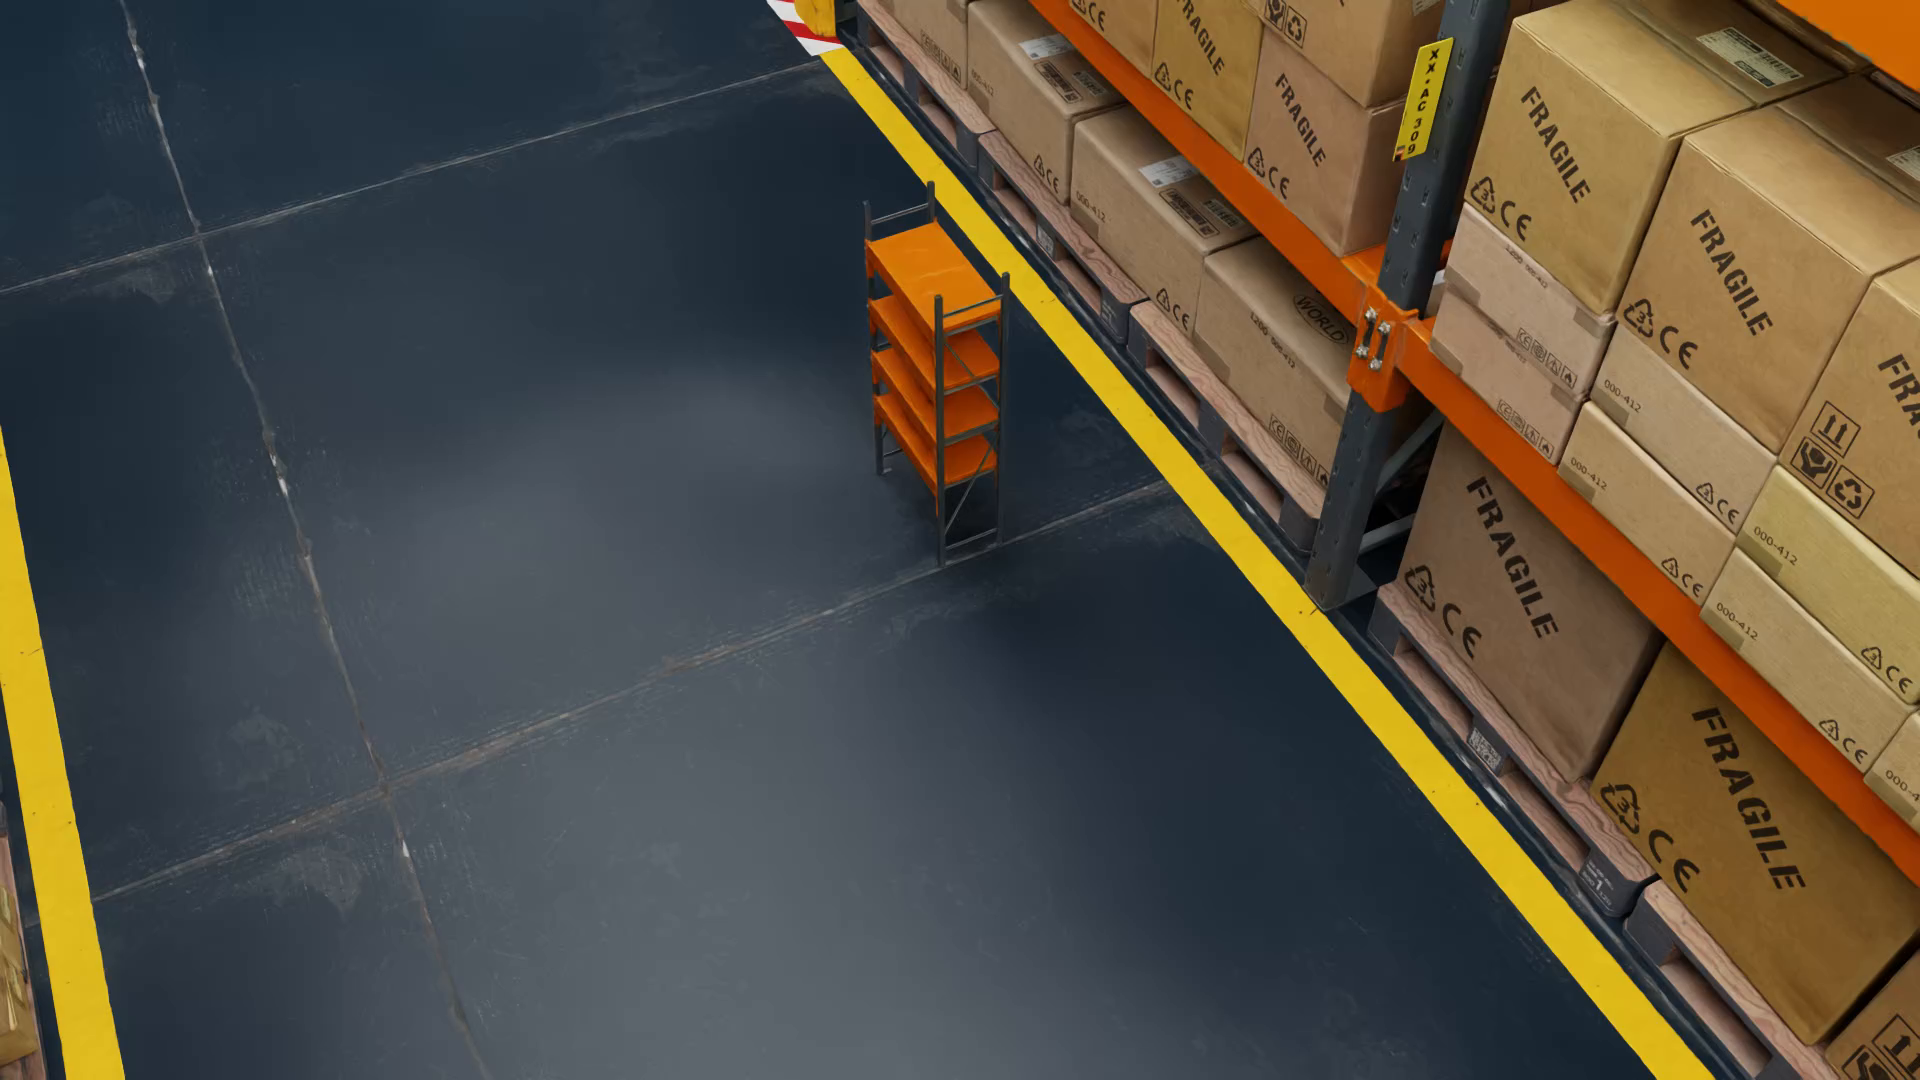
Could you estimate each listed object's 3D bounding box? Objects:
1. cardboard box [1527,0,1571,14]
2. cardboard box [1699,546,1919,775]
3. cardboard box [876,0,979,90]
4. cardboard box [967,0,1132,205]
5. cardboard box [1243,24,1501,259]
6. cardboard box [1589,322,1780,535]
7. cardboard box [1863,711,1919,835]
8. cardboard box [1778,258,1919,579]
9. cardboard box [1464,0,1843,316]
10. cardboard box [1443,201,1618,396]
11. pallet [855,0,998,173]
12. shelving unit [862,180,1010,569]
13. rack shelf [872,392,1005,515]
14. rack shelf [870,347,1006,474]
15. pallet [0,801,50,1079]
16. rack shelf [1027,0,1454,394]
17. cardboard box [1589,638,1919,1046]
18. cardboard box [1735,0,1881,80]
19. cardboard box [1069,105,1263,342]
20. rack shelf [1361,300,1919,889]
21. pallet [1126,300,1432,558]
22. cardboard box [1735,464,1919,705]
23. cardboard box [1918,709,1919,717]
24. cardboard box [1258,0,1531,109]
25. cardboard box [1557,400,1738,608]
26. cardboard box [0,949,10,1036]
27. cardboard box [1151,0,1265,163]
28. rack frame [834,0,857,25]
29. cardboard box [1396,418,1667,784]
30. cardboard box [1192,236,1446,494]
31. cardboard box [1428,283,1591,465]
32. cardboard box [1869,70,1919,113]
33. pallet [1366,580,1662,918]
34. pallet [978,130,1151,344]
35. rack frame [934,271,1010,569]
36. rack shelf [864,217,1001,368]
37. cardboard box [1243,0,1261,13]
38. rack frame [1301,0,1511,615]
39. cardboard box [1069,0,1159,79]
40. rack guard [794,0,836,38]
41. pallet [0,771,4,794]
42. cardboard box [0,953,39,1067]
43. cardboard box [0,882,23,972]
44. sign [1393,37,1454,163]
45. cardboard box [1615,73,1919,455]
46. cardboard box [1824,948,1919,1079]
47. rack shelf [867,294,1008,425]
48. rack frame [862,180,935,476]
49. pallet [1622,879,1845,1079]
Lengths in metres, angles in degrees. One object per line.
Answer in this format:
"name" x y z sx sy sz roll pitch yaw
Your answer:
"cardboard box" 1.621 -1.718 4.529 0.500 0.500 0.500 -21 52 -17
"cardboard box" 2.049 0.176 3.703 0.500 0.250 0.500 -22 52 -18
"cardboard box" 0.184 -2.518 7.383 0.875 0.438 0.875 -23 53 -19
"cardboard box" 0.611 -1.909 6.850 0.875 0.438 0.875 -20 52 -17
"cardboard box" 1.184 -1.209 4.748 0.500 0.500 0.500 -21 52 -17
"cardboard box" 1.838 -0.338 3.820 0.500 0.250 0.500 -20 52 -17
"cardboard box" 2.270 0.513 3.408 0.500 0.250 0.500 -22 52 -18
"cardboard box" 2.054 -0.255 3.249 0.500 0.500 0.500 -22 52 -18
"cardboard box" 1.570 -0.922 3.833 0.500 0.500 0.500 -21 52 -17
"cardboard box" 1.574 -0.677 4.117 0.500 0.250 0.500 -23 53 -19
"pallet" 0.229 -2.204 7.538 1.003 0.211 1.213 -21 52 -18
"shelving unit" -0.076 -0.506 5.395 0.258 1.200 0.503 -21 52 -18
"rack shelf" -0.076 -0.331 5.595 0.258 0.148 0.480 -21 52 -18
"rack shelf" -0.076 -0.462 5.446 0.258 0.148 0.480 -21 52 -18
"pallet" -3.070 1.300 4.473 1.003 0.211 1.213 -21 52 -18
"rack shelf" 0.709 -2.055 6.033 1.077 0.370 4.000 -21 52 -18
"cardboard box" 2.399 0.597 4.368 0.875 0.875 0.875 -20 52 -16
"cardboard box" 2.052 -1.103 3.991 0.500 0.500 0.500 -20 52 -16
"cardboard box" 1.022 -1.304 6.321 0.875 0.438 0.875 -23 53 -19
"rack shelf" 2.539 0.622 3.691 1.077 0.370 4.000 -21 52 -18
"pallet" 1.345 -0.571 6.110 1.003 0.211 1.213 -21 52 -18
"cardboard box" 2.045 0.009 3.517 0.500 0.250 0.500 -21 52 -17
"cardboard box" 2.278 0.347 3.221 0.500 0.250 0.500 -23 53 -19
"cardboard box" 1.162 -1.536 4.370 0.500 0.500 0.500 -22 52 -18
"cardboard box" 1.829 -0.173 4.008 0.500 0.250 0.500 -22 52 -18
"cardboard box" -2.613 1.169 4.152 0.380 0.149 0.250 -19 51 -16
"cardboard box" 0.944 -1.551 5.048 0.500 0.500 0.500 -22 52 -18
"rack frame" -0.207 -3.631 6.933 1.000 3.000 0.127 -21 52 -18
"cardboard box" 1.979 -0.005 4.894 0.875 0.875 0.875 -20 52 -16
"cardboard box" 1.432 -0.705 5.797 0.875 0.438 0.875 -22 52 -18
"cardboard box" 1.590 -0.519 4.311 0.500 0.250 0.500 -22 52 -18
"cardboard box" 2.295 -0.759 3.691 0.500 0.500 0.500 -20 52 -17
"pallet" 2.044 0.455 5.212 1.003 0.211 1.213 -21 52 -18
"pallet" 0.783 -1.389 6.825 1.003 0.211 1.213 -21 52 -18
"rack frame" 0.036 -0.342 5.252 0.240 1.200 0.015 -21 52 -18
"rack shelf" -0.076 -0.765 5.099 0.258 0.148 0.480 -21 52 -18
"cardboard box" 0.937 -1.879 4.670 0.500 0.500 0.500 -22 52 -18
"rack frame" 1.624 -0.954 4.591 1.000 3.000 0.127 -21 52 -18
"cardboard box" 0.701 -1.883 5.337 0.500 0.500 0.500 -22 52 -18
"rack guard" -0.218 -2.824 7.888 1.175 0.500 0.348 -21 52 -18
"pallet" -3.632 0.482 5.188 1.003 0.211 1.213 -21 52 -18
"cardboard box" -2.612 1.265 4.266 0.380 0.149 0.250 -23 53 -19
"cardboard box" -2.734 1.087 4.422 0.380 0.149 0.250 -20 52 -16
"sign" 1.131 -1.072 4.067 0.100 0.325 0.005 -21 52 -18
"cardboard box" 1.827 -0.591 3.544 0.500 0.500 0.500 -21 52 -18
"cardboard box" 2.808 1.196 3.844 0.875 0.875 0.875 -21 52 -17
"rack shelf" -0.076 -0.609 5.278 0.258 0.148 0.480 -21 52 -18
"rack frame" -0.187 -0.669 5.538 0.240 1.200 0.015 -21 52 -18
"pallet" 2.606 1.273 4.497 1.003 0.211 1.213 -21 52 -18
